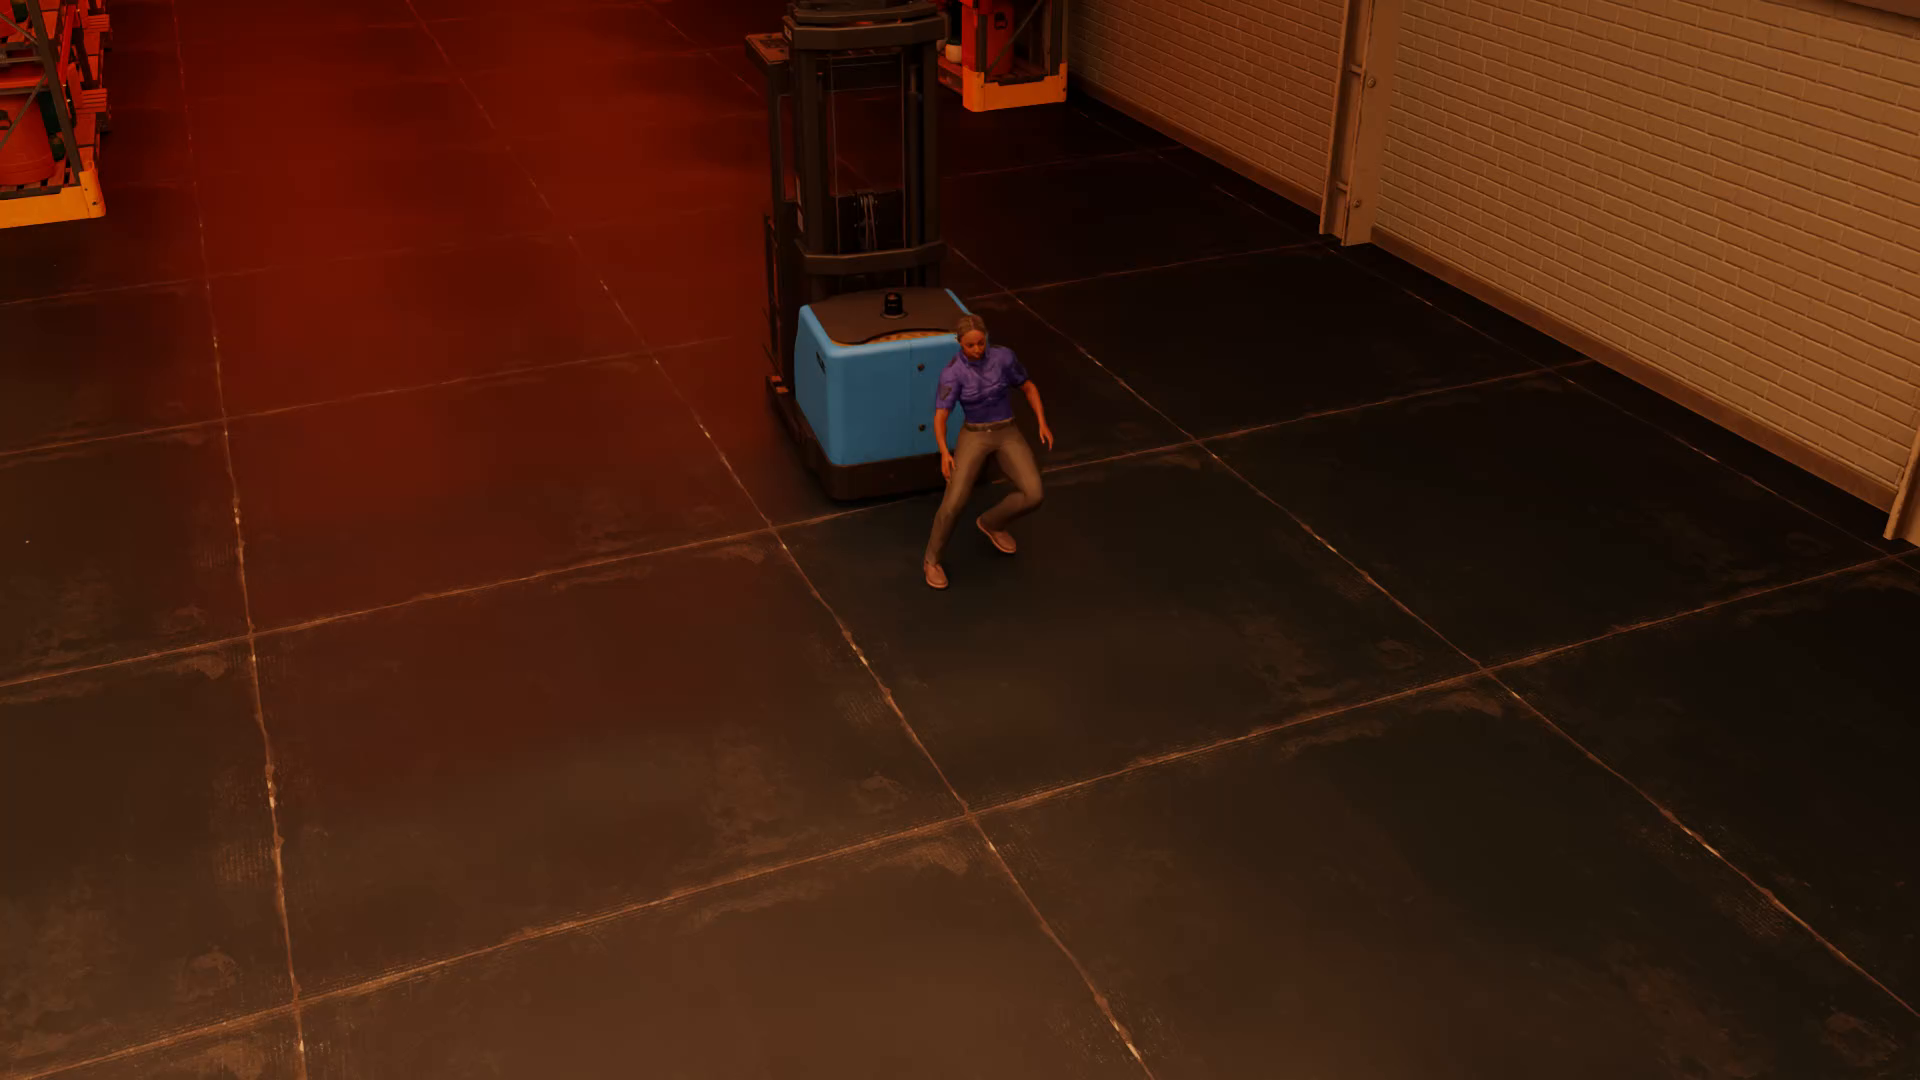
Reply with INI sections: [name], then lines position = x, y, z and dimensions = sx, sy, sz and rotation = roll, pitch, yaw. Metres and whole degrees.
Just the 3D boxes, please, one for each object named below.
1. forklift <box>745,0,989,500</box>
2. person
[forklift]
position = -0.747, -2.238, 11.033
dimensions = 1.130, 2.935, 3.031
rotation = -9, 31, -15
[person]
position = 0.141, -0.526, 9.464
dimensions = 0.768, 1.510, 0.627
rotation = -7, 31, -12
